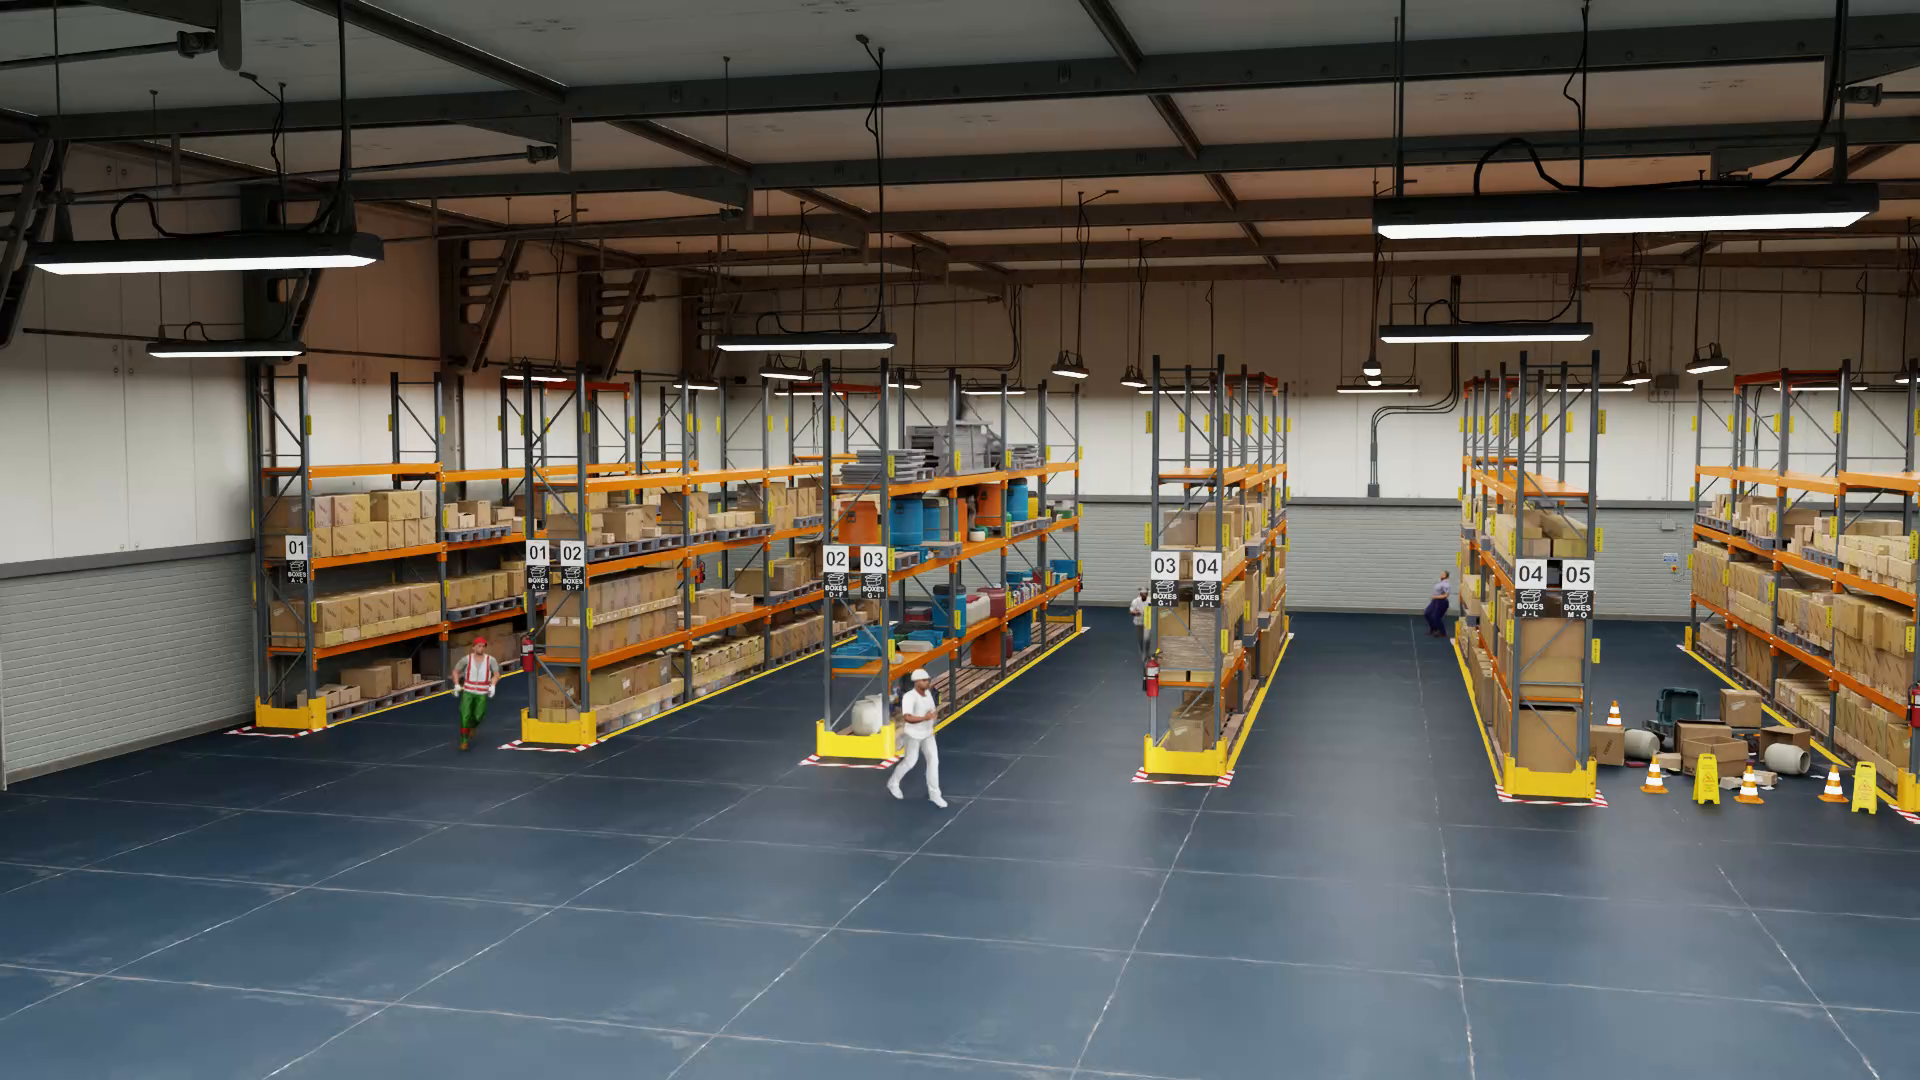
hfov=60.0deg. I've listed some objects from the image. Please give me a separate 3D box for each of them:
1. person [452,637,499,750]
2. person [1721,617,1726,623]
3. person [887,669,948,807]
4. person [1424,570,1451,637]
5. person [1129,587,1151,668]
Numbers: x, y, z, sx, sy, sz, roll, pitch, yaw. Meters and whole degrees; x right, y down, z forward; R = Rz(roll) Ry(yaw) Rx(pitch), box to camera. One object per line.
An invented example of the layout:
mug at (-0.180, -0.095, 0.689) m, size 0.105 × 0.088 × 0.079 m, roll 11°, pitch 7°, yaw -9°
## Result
person at (-7.533, 2.368, 25.895) m, size 0.702 × 1.727 × 0.573 m, roll -1°, pitch 4°, yaw -15°
person at (17.558, 1.615, 37.753) m, size 0.536 × 1.618 × 0.673 m, roll -4°, pitch 6°, yaw -44°
person at (-0.560, 2.580, 21.903) m, size 0.950 × 1.781 × 0.688 m, roll 3°, pitch 5°, yaw 39°
person at (11.264, 1.497, 39.190) m, size 0.543 × 1.600 × 0.674 m, roll 0°, pitch 4°, yaw -5°
person at (3.838, 1.790, 34.768) m, size 0.576 × 1.698 × 0.942 m, roll 1°, pitch 4°, yaw 11°
